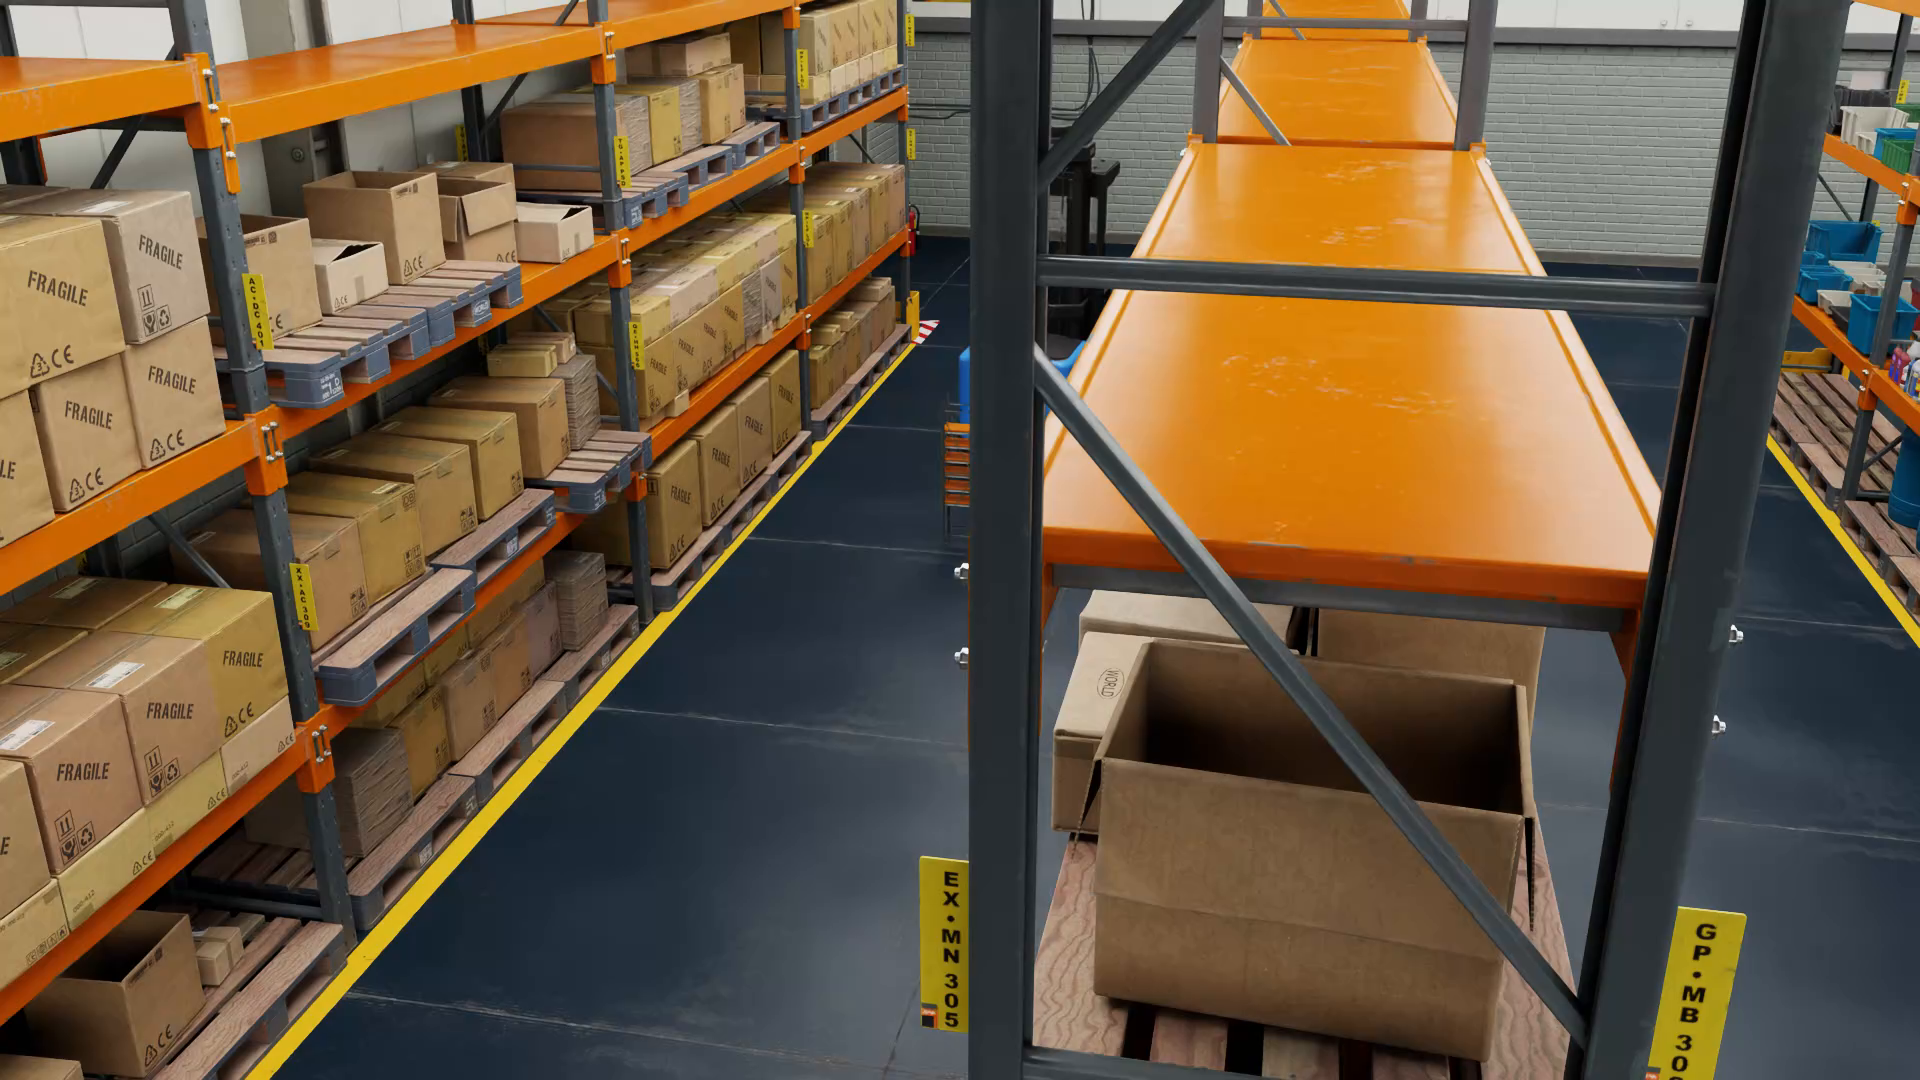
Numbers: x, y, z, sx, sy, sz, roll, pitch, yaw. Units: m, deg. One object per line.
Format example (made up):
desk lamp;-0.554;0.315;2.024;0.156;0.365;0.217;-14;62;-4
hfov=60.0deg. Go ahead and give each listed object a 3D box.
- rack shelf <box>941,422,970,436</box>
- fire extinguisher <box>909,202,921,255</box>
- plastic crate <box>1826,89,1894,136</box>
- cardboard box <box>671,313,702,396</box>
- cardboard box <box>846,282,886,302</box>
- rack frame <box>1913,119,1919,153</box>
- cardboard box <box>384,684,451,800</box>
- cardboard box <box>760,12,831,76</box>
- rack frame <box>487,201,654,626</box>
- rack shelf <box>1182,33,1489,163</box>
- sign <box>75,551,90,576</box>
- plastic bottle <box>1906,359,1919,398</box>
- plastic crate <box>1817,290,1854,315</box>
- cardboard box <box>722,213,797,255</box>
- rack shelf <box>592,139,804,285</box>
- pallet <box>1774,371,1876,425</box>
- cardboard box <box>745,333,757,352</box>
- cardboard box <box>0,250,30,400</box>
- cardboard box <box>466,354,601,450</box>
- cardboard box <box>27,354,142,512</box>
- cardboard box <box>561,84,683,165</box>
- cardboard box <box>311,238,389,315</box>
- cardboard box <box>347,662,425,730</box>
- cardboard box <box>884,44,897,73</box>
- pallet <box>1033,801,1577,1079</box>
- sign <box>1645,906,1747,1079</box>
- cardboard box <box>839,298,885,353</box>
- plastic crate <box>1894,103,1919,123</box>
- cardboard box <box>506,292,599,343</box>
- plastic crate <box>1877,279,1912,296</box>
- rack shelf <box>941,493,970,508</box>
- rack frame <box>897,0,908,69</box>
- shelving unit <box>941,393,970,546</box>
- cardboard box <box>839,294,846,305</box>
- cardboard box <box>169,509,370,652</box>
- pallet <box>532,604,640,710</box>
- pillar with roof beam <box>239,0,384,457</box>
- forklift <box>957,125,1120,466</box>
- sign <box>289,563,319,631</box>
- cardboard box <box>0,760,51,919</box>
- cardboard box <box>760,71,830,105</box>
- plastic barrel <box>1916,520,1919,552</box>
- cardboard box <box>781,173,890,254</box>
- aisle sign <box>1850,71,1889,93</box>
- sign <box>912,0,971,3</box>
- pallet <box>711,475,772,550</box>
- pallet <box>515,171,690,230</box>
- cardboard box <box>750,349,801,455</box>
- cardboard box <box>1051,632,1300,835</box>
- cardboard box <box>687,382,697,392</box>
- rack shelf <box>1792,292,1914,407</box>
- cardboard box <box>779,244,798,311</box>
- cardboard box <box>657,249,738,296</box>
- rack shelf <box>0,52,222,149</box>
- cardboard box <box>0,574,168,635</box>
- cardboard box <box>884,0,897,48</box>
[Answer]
rack shelf;-0.003;-0.844;13.029;0.258;0.103;0.180;4;22;11
fire extinguisher;-0.589;-3.576;18.852;0.296;0.674;0.183;4;22;11
plastic crate;8.047;-3.835;14.958;0.504;0.338;0.767;4;22;11
cardboard box;-2.238;-1.382;12.242;0.500;0.500;0.500;5;23;13
cardboard box;-1.015;-2.683;17.947;0.380;0.149;0.250;5;22;12
rack frame;7.811;-4.330;12.090;1.000;3.000;0.127;4;22;11
cardboard box;-3.330;1.116;9.356;0.700;0.500;0.500;4;22;10
cardboard box;-1.467;-4.453;14.910;0.500;0.500;0.500;4;22;10
rack frame;-2.704;-0.839;11.453;1.000;3.000;0.127;4;22;11
rack shelf;1.738;-1.995;7.791;1.077;0.370;4.000;4;22;11
sign;-4.064;0.045;7.706;0.100;0.325;0.005;4;22;11
plastic bottle;7.269;-1.216;12.553;0.152;0.276;0.135;4;22;11
plastic crate;7.872;-2.112;14.886;0.293;0.136;0.466;4;22;11
cardboard box;-1.732;-2.654;14.395;0.500;0.250;0.500;5;22;12
rack shelf;-2.296;-2.629;12.843;1.077;0.370;4.000;4;22;11
pallet;8.421;-1.418;16.622;1.003;0.211;1.213;4;22;11
cardboard box;-1.916;-1.679;13.847;0.380;0.149;0.250;4;22;11
cardboard box;-3.554;-0.690;5.569;0.500;0.500;0.500;4;22;9
cardboard box;-2.790;-0.917;10.924;0.700;0.500;0.500;2;22;5
cardboard box;-3.497;-0.436;6.276;0.500;0.500;0.500;3;22;6
cardboard box;-2.479;-3.062;12.234;0.700;0.500;0.500;6;23;14
cardboard box;-3.204;-1.340;8.239;0.500;0.311;0.500;5;23;13
cardboard box;-3.299;0.799;9.138;0.500;0.250;0.500;4;22;10
cardboard box;-0.961;-5.040;17.373;0.500;0.250;0.500;5;23;13
pallet;0.684;0.856;3.348;1.003;0.211;1.213;4;22;11
sign;1.056;0.674;2.405;0.100;0.325;0.005;4;22;11
cardboard box;-1.218;-2.354;17.997;0.700;0.500;0.500;4;22;11
plastic crate;8.706;-3.921;15.372;0.450;0.188;0.336;4;22;11
cardboard box;-2.865;-1.567;11.696;0.500;0.250;0.500;5;22;12
plastic crate;8.459;-2.190;14.949;0.416;0.233;0.300;4;22;11
rack shelf;-0.003;-0.287;13.253;0.258;0.103;0.180;4;22;11
rack frame;-1.071;-6.548;17.597;1.000;3.000;0.127;4;22;11
shelving unit;-0.003;-0.551;13.147;0.258;1.200;0.189;4;22;11
cardboard box;-1.441;-2.622;17.795;0.380;0.149;0.250;5;22;11
cardboard box;-3.383;0.189;8.176;0.700;0.500;0.500;5;22;11
pallet;-2.865;0.740;11.265;1.003;0.211;1.213;4;22;11
pillar with roof beam;0.399;-2.885;8.501;9.100;9.000;0.400;4;22;11
forklift;0.852;-2.464;15.580;1.130;2.935;3.031;6;23;14
sign;-2.987;0.260;7.563;0.100;0.325;0.005;4;22;11
cardboard box;-3.629;1.089;5.835;0.500;0.500;0.500;5;23;13
cardboard box;-1.488;-4.098;15.034;0.500;0.250;0.500;4;22;11
plastic barrel;7.539;-0.312;12.390;0.600;0.901;0.708;4;22;11
cardboard box;-1.303;-3.450;17.534;0.980;0.700;0.700;4;22;10
aisle sign;8.929;-4.220;16.367;0.394;0.787;0.004;4;22;11
sign;-0.014;-0.837;2.060;0.100;0.325;0.005;4;22;11
pallet;-2.218;-0.273;13.780;1.003;0.211;1.213;4;22;11
pallet;-2.624;-2.383;11.523;1.213;0.211;1.003;6;23;13
cardboard box;-1.893;-1.252;14.794;0.750;0.750;0.750;5;22;12
cardboard box;0.491;0.440;3.713;0.500;0.250;0.500;4;22;11
cardboard box;-2.238;-1.214;12.693;0.380;0.149;0.250;5;22;12
rack shelf;8.219;-1.945;15.161;1.077;0.370;4.000;4;22;11
cardboard box;-1.735;-2.308;14.541;0.500;0.500;0.500;4;22;10
cardboard box;-2.053;-2.094;13.006;0.500;0.250;0.500;4;22;10
rack shelf;-3.928;-1.093;5.019;1.077;0.370;4.000;4;22;11
cardboard box;-3.820;0.492;7.318;0.500;0.500;0.500;4;22;10
cardboard box;-0.953;-5.388;17.232;0.500;0.500;0.500;4;22;11
